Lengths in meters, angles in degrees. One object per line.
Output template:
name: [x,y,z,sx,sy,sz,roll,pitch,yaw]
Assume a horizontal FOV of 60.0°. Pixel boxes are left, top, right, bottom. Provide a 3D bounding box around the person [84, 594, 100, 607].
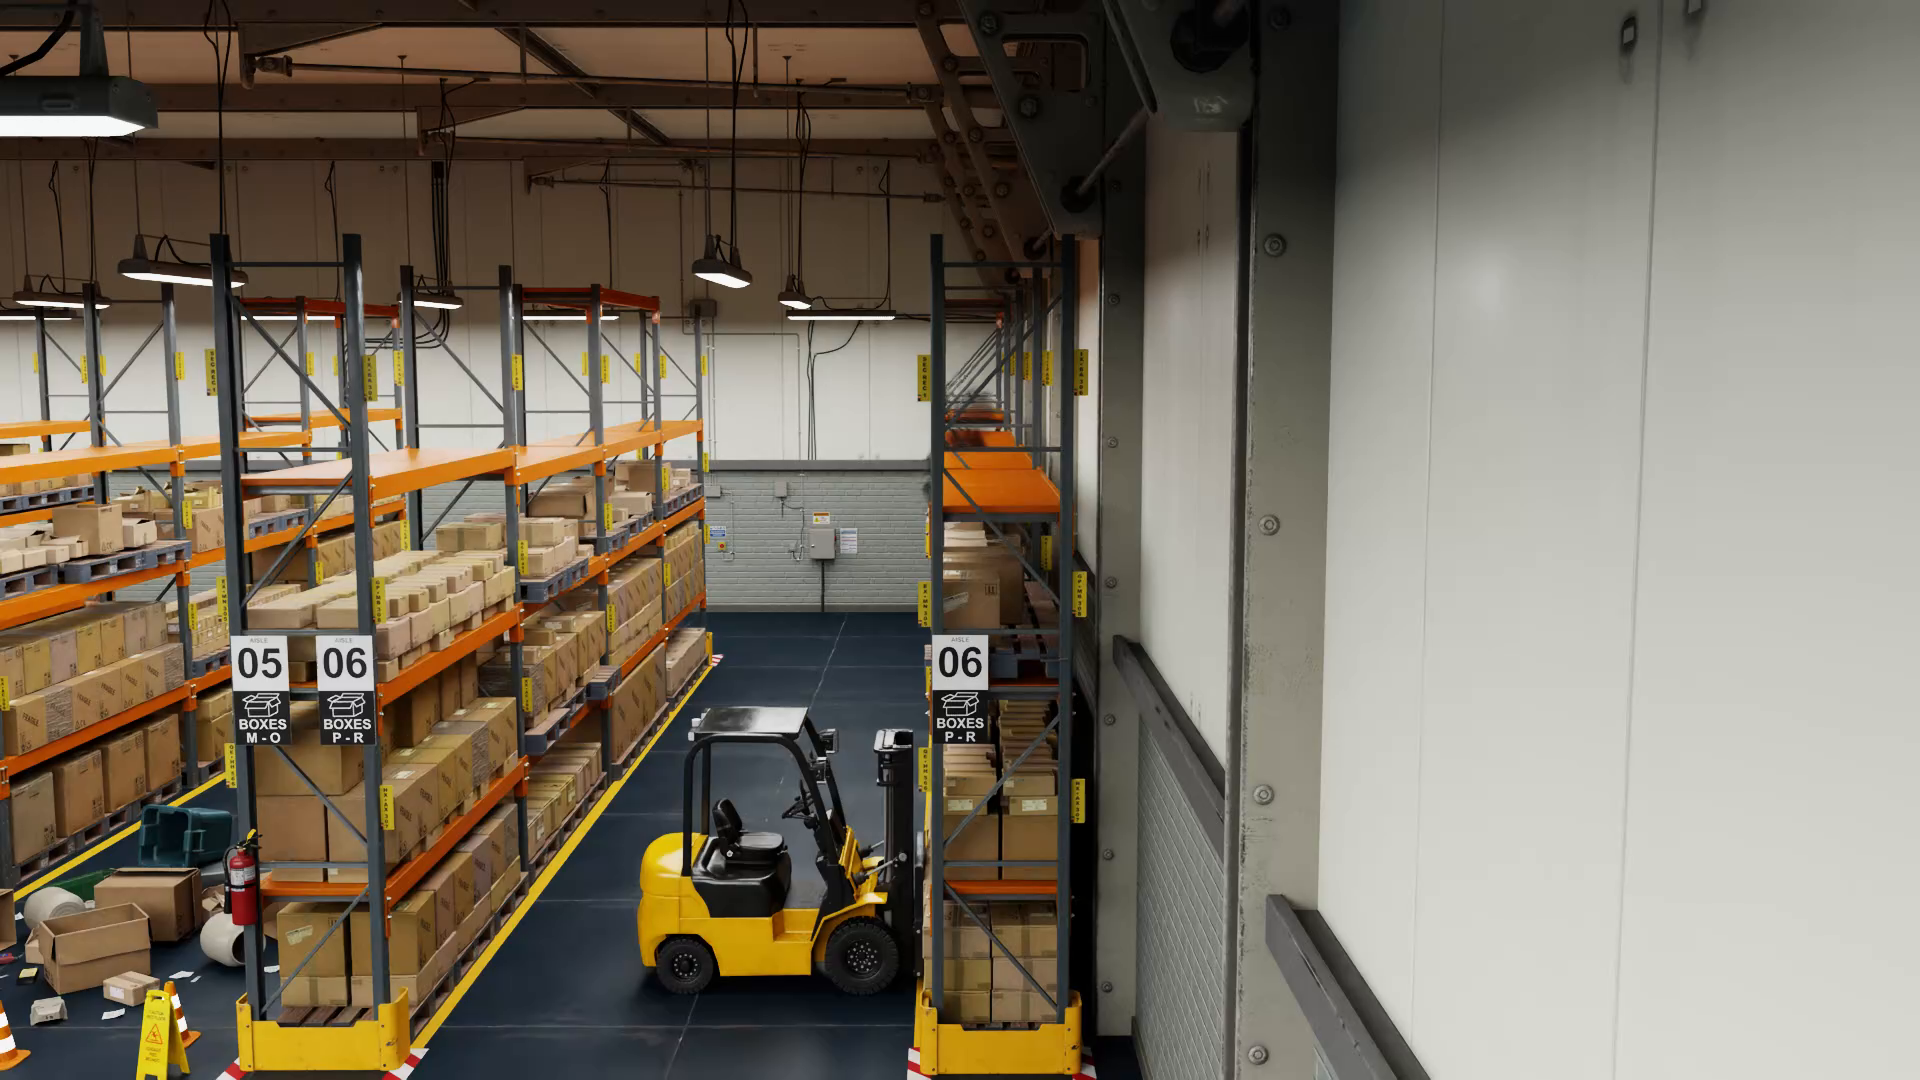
person: [-12.822,1.592,24.617,0.601,1.723,0.894,-1,6,-6]
